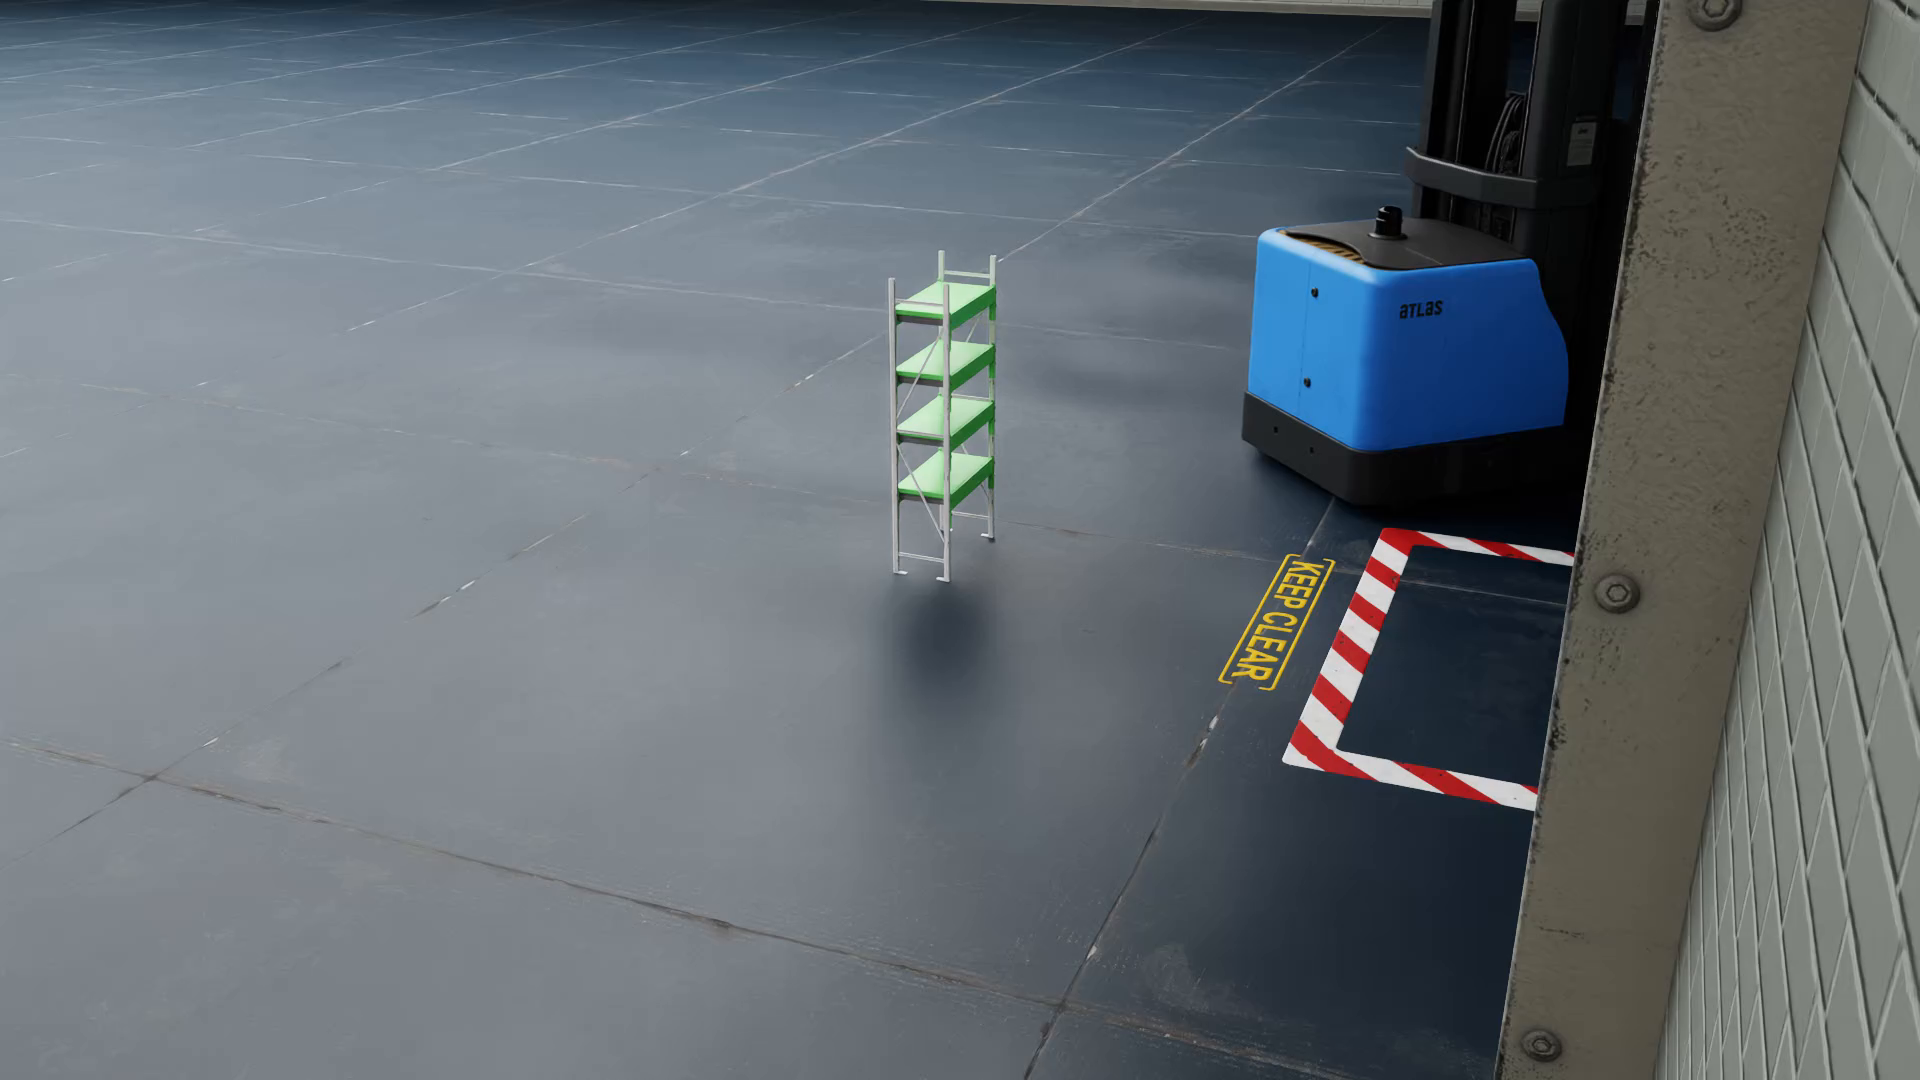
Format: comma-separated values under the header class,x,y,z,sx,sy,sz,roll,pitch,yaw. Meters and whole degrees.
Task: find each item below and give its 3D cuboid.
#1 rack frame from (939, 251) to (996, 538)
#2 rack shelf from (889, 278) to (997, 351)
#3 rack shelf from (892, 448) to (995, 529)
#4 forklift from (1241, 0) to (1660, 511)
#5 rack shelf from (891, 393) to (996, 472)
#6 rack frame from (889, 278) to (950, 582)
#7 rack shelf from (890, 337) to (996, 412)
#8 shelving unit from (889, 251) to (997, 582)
class,x,y,z,sx,sy,sz,roll,pitch,yaw
rack frame,0.029,-0.582,6.821,0.240,1.200,0.015,9,24,20
rack shelf,-0.061,-0.878,6.452,0.258,0.148,0.480,9,24,20
rack shelf,-0.061,-0.214,6.730,0.258,0.148,0.480,9,24,20
forklift,2.918,-1.823,7.548,3.031,2.935,1.130,-9,24,-20
rack shelf,-0.061,-0.435,6.637,0.258,0.148,0.480,9,24,20
rack frame,-0.152,-0.407,6.403,0.240,1.200,0.015,9,24,20
rack shelf,-0.061,-0.657,6.545,0.258,0.148,0.480,9,24,20
shelving unit,-0.061,-0.494,6.612,0.258,1.200,0.503,9,24,20
